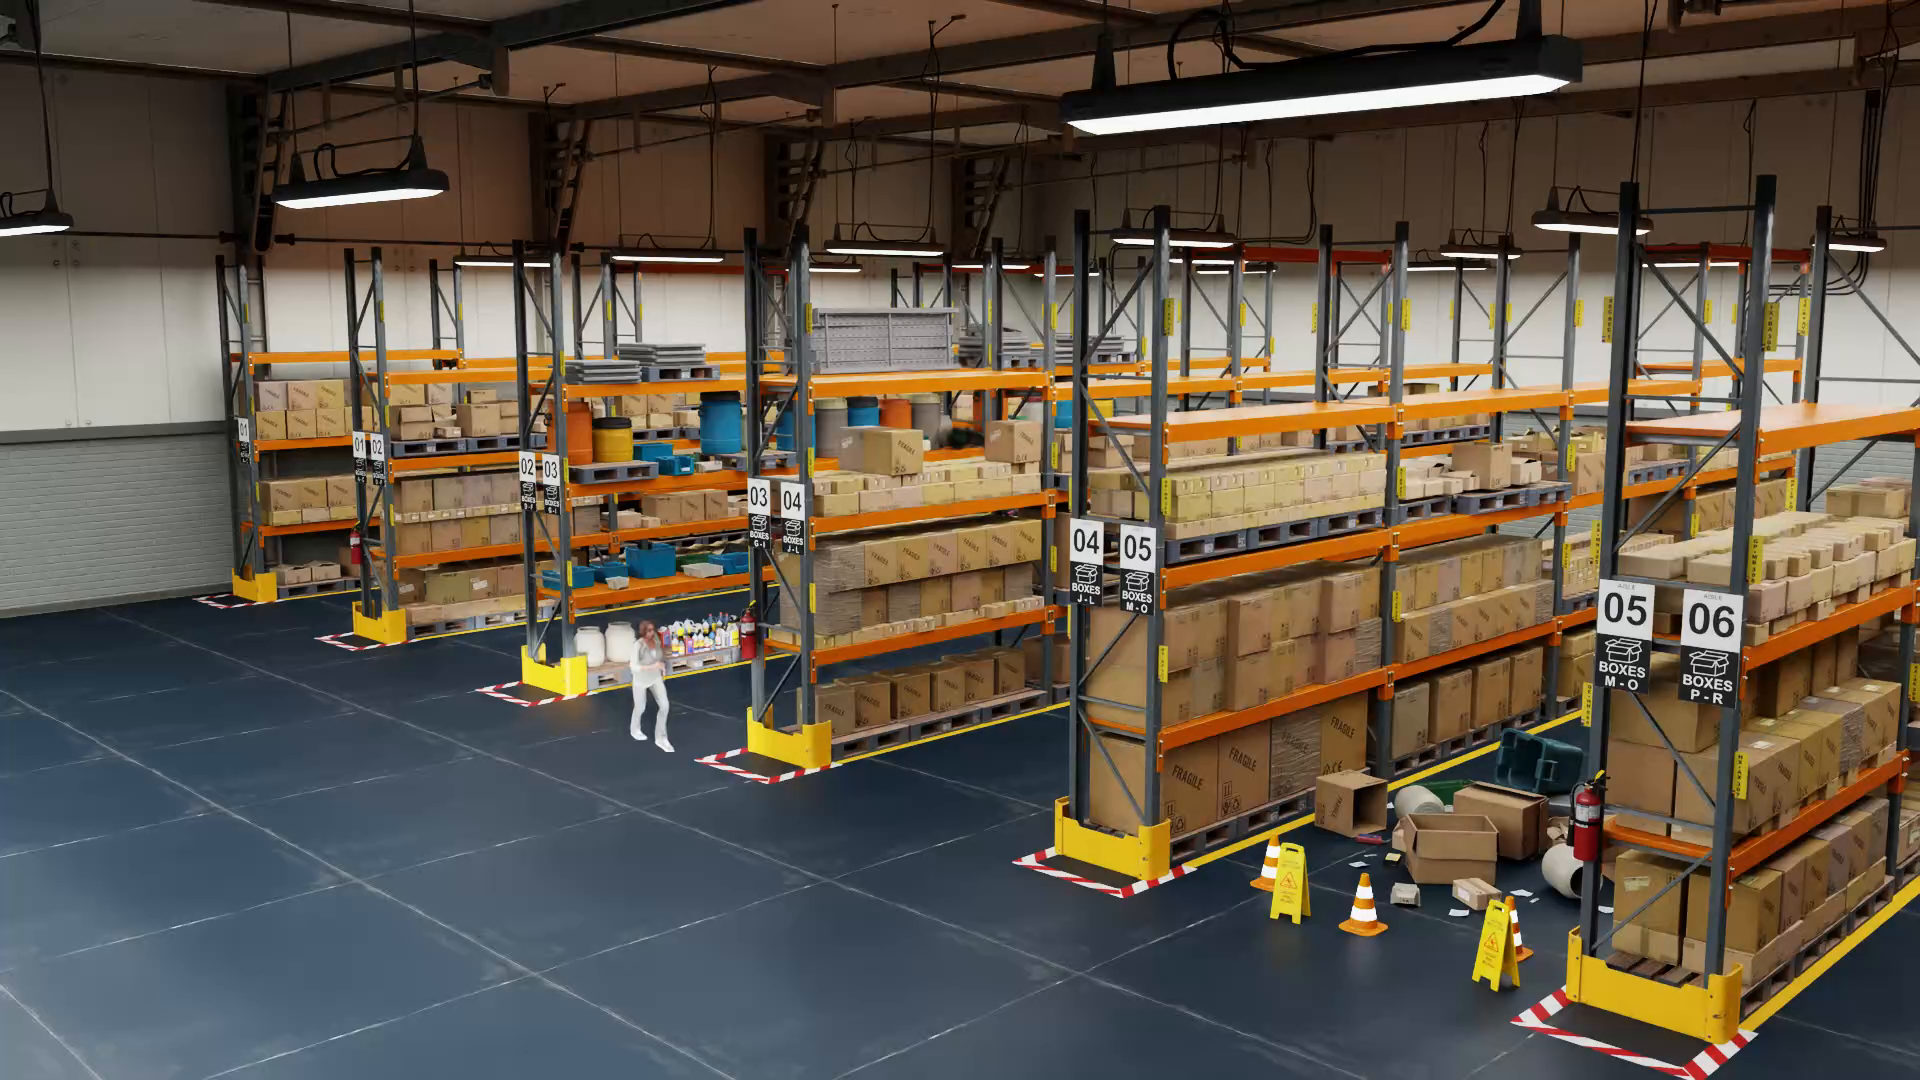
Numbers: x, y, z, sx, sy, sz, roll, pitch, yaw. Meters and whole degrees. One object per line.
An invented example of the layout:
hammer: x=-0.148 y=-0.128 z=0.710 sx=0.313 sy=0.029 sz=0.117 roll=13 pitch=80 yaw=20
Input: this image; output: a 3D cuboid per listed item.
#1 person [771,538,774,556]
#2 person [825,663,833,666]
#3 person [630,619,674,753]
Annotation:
person: x=-2.783 y=0.611 z=27.295 sx=0.580 sy=1.383 sz=0.941 roll=5 pitch=10 yaw=33
person: x=-2.076 y=0.988 z=23.350 sx=0.620 sy=1.765 sz=0.856 roll=2 pitch=8 yaw=12
person: x=-3.650 y=1.666 z=19.314 sx=0.531 sy=1.571 sz=0.843 roll=-6 pitch=10 yaw=-36
